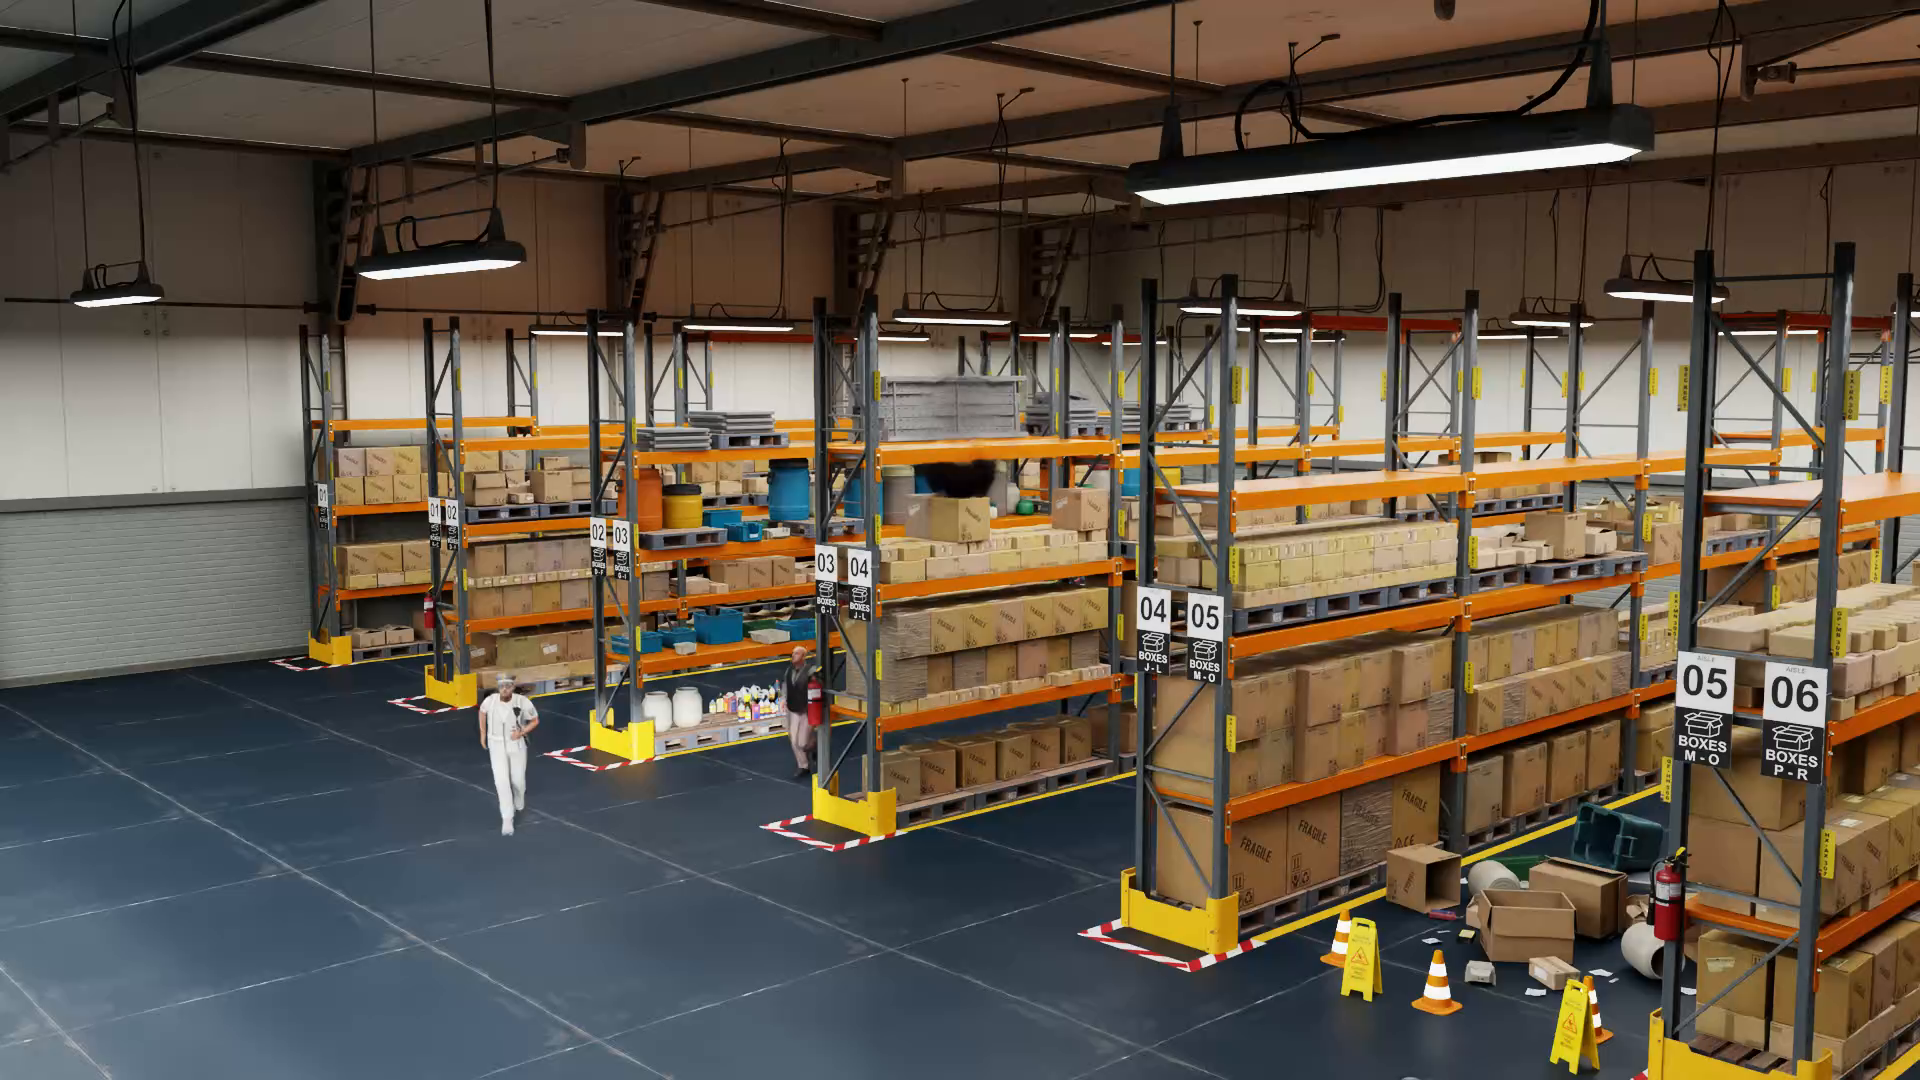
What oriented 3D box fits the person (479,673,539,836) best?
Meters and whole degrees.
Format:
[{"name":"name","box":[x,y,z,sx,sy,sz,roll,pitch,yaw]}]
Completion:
[{"name":"person","box":[-5.142,2.376,18.976,0.686,1.791,1.015,-1,6,-8]}]

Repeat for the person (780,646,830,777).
[{"name":"person","box":[-1.996,2.192,21.252,0.674,1.688,0.653,3,7,30]}]
